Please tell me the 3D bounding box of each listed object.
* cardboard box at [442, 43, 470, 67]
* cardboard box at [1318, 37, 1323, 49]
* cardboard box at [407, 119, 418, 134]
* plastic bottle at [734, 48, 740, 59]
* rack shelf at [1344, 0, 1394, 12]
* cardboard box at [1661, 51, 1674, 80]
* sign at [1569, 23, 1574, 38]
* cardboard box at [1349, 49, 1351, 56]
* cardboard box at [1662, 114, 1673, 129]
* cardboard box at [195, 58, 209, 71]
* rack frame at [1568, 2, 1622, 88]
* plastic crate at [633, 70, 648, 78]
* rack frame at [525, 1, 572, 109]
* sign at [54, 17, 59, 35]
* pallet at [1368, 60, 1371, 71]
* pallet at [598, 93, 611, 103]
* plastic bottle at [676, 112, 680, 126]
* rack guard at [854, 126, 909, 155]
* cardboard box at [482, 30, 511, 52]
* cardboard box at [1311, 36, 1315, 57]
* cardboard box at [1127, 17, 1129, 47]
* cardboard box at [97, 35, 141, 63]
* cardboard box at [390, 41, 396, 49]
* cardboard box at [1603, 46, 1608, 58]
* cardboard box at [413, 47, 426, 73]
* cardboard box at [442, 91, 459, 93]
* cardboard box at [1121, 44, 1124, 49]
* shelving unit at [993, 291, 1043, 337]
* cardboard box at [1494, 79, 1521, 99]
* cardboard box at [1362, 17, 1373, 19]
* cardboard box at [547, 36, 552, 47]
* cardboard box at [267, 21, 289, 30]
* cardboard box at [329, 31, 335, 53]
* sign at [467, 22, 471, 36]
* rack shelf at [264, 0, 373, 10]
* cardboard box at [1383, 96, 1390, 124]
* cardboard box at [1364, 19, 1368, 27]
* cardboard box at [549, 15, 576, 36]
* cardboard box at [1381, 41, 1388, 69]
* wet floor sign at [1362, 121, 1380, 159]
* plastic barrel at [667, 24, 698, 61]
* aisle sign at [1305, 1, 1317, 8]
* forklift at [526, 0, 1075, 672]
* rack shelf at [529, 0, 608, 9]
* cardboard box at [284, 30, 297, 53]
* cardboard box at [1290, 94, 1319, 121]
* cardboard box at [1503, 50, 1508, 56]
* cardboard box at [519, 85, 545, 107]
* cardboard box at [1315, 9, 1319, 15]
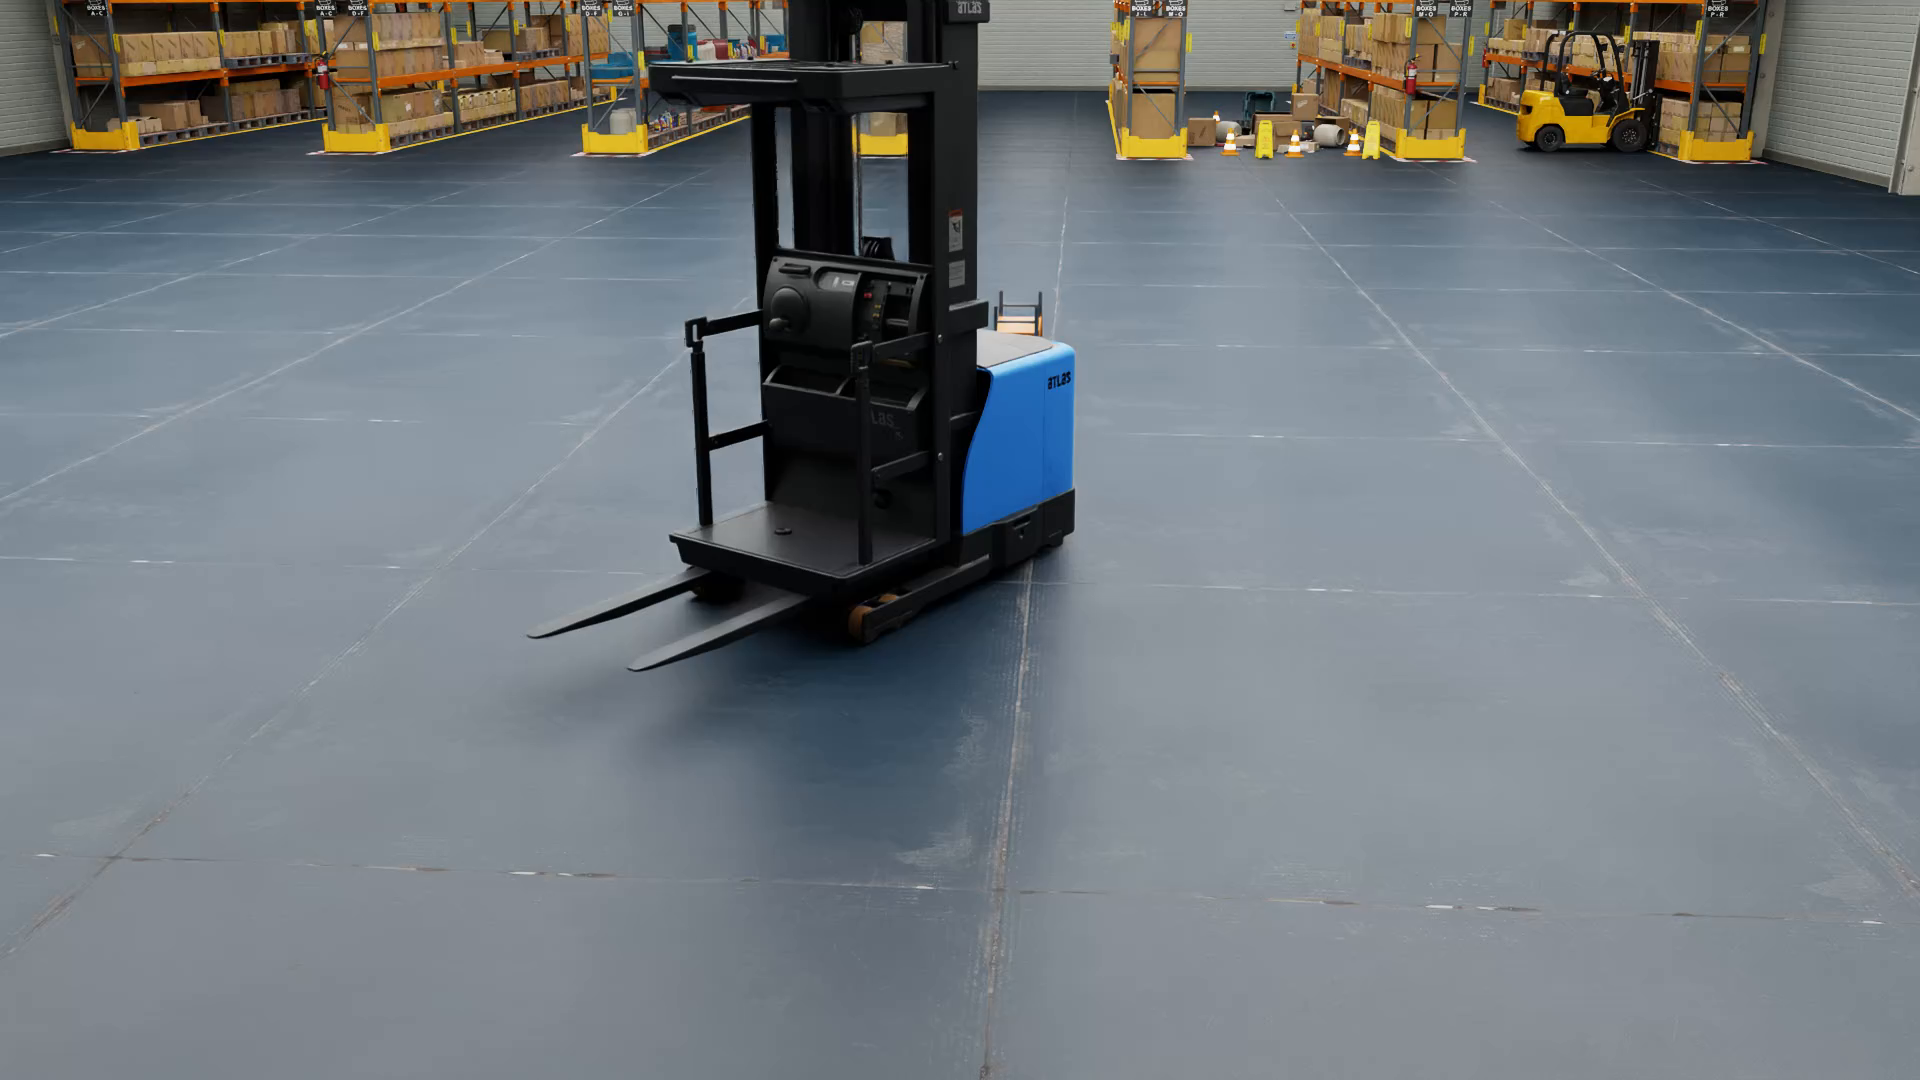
[{"bbox_3d":[-10.918,-10.441,35.809,0.500,0.500,0.500,3,18,8],"label":"cardboard box"},{"bbox_3d":[8.999,-12.069,40.375,0.500,0.250,0.500,1,18,2],"label":"cardboard box"},{"bbox_3d":[-10.985,-8.114,32.611,0.500,0.250,0.500,1,18,4],"label":"cardboard box"},{"bbox_3d":[-5.347,-11.621,39.771,0.152,0.276,0.135,1,18,4],"label":"plastic bottle"},{"bbox_3d":[8.882,-11.253,34.785,1.077,0.370,4.000,1,18,4],"label":"rack shelf"},{"bbox_3d":[13.259,-8.722,30.564,0.500,0.500,0.500,1,18,3],"label":"cardboard box"},{"bbox_3d":[13.434,-11.202,36.561,0.100,0.325,0.005,1,18,4],"label":"sign"},{"bbox_3d":[8.697,-10.603,36.192,0.380,0.149,0.250,0,18,0],"label":"cardboard box"},{"bbox_3d":[13.172,-7.640,30.361,0.500,0.250,0.500,1,18,3],"label":"cardboard box"},{"bbox_3d":[-15.744,-9.731,34.011,0.500,0.250,0.500,1,18,4],"label":"cardboard box"},{"bbox_3d":[13.976,-10.681,36.701,1.000,3.000,0.127,1,18,4],"label":"rack frame"},{"bbox_3d":[-5.988,-8.783,31.333,0.298,0.136,0.250,1,18,4],"label":"plastic crate"},{"bbox_3d":[-10.453,-12.476,42.181,1.000,3.000,0.127,1,18,4],"label":"rack frame"},{"bbox_3d":[-16.807,-9.578,30.968,0.100,0.325,0.005,1,18,4],"label":"sign"},{"bbox_3d":[8.938,-9.691,33.989,1.003,0.211,1.213,1,18,4],"label":"pallet"},{"bbox_3d":[-10.228,-12.122,45.579,1.003,0.211,1.213,1,18,4],"label":"pallet"},{"bbox_3d":[-5.792,-8.641,34.133,0.061,0.283,0.133,2,18,7],"label":"plastic bottle"},{"bbox_3d":[-1.428,-7.363,30.590,1.175,0.500,0.348,1,18,4],"label":"rack guard"},{"bbox_3d":[-10.807,-11.679,38.913,0.700,0.500,0.500,-5,19,-15],"label":"cardboard box"},{"bbox_3d":[9.121,-12.390,41.757,0.500,0.500,0.500,1,18,3],"label":"cardboard box"},{"bbox_3d":[3.604,-9.595,31.413,0.875,0.550,0.500,1,18,4],"label":"cardboard box"},{"bbox_3d":[-15.921,-9.295,31.476,0.500,0.500,0.500,1,18,4],"label":"cardboard box"},{"bbox_3d":[-11.015,-9.460,31.773,0.380,0.149,0.250,1,18,3],"label":"cardboard box"},{"bbox_3d":[13.542,-10.081,34.311,0.500,0.250,0.500,2,18,5],"label":"cardboard box"},{"bbox_3d":[-11.124,-9.581,33.186,0.700,0.500,0.500,2,18,5],"label":"cardboard box"},{"bbox_3d":[-11.175,-9.756,36.720,0.500,0.311,0.500,1,18,3],"label":"cardboard box"},{"bbox_3d":[3.637,-10.157,34.941,0.500,0.500,0.500,1,18,4],"label":"cardboard box"},{"bbox_3d":[0.321,-0.751,9.289,0.258,1.200,0.503,2,18,5],"label":"shelving unit"},{"bbox_3d":[14.311,-11.725,43.227,0.700,0.500,0.500,2,18,6],"label":"cardboard box"},{"bbox_3d":[9.304,-11.461,37.316,0.500,0.500,0.500,1,18,2],"label":"cardboard box"},{"bbox_3d":[-10.673,-12.685,42.657,0.500,0.500,0.500,2,18,5],"label":"cardboard box"},{"bbox_3d":[-15.907,-12.045,38.989,0.500,0.250,0.500,2,18,5],"label":"cardboard box"},{"bbox_3d":[-15.308,-12.003,40.068,0.500,0.500,0.500,1,18,4],"label":"cardboard box"},{"bbox_3d":[-11.282,-11.756,38.250,0.100,0.325,0.005,1,18,4],"label":"sign"},{"bbox_3d":[-15.538,-13.048,40.264,1.077,0.370,4.000,1,18,4],"label":"rack shelf"},{"bbox_3d":[8.326,-8.128,31.449,0.500,0.500,0.500,1,18,3],"label":"cardboard box"},{"bbox_3d":[8.579,-10.693,34.385,0.380,0.149,0.250,1,18,2],"label":"cardboard box"},{"bbox_3d":[-10.139,-13.139,42.437,0.500,0.500,0.500,2,18,5],"label":"cardboard box"},{"bbox_3d":[8.367,-9.294,31.832,0.500,0.500,0.500,1,18,3],"label":"cardboard box"},{"bbox_3d":[7.371,-7.152,29.713,0.267,0.644,0.232,8,20,23],"label":"wet floor sign"},{"bbox_3d":[-5.757,-10.231,34.525,0.600,0.901,0.708,1,18,4],"label":"plastic barrel"},{"bbox_3d":[9.314,-14.539,44.302,0.394,0.787,0.004,1,18,4],"label":"aisle sign"},{"bbox_3d":[-0.666,-1.102,7.579,1.130,2.935,3.031,13,22,34],"label":"forklift"},{"bbox_3d":[-10.310,-14.181,43.722,1.077,0.370,4.000,1,18,4],"label":"rack shelf"},{"bbox_3d":[-15.705,-11.454,38.193,0.700,0.500,0.500,-1,18,-3],"label":"cardboard box"},{"bbox_3d":[6.961,-8.750,33.609,0.500,0.500,0.500,1,18,4],"label":"cardboard box"},{"bbox_3d":[14.112,-12.469,42.562,0.380,0.149,0.250,2,18,5],"label":"cardboard box"},{"bbox_3d":[-10.350,-10.708,40.094,0.500,0.500,0.500,1,18,3],"label":"cardboard box"},{"bbox_3d":[9.153,-13.281,41.828,0.380,0.149,0.250,1,18,3],"label":"cardboard box"}]
